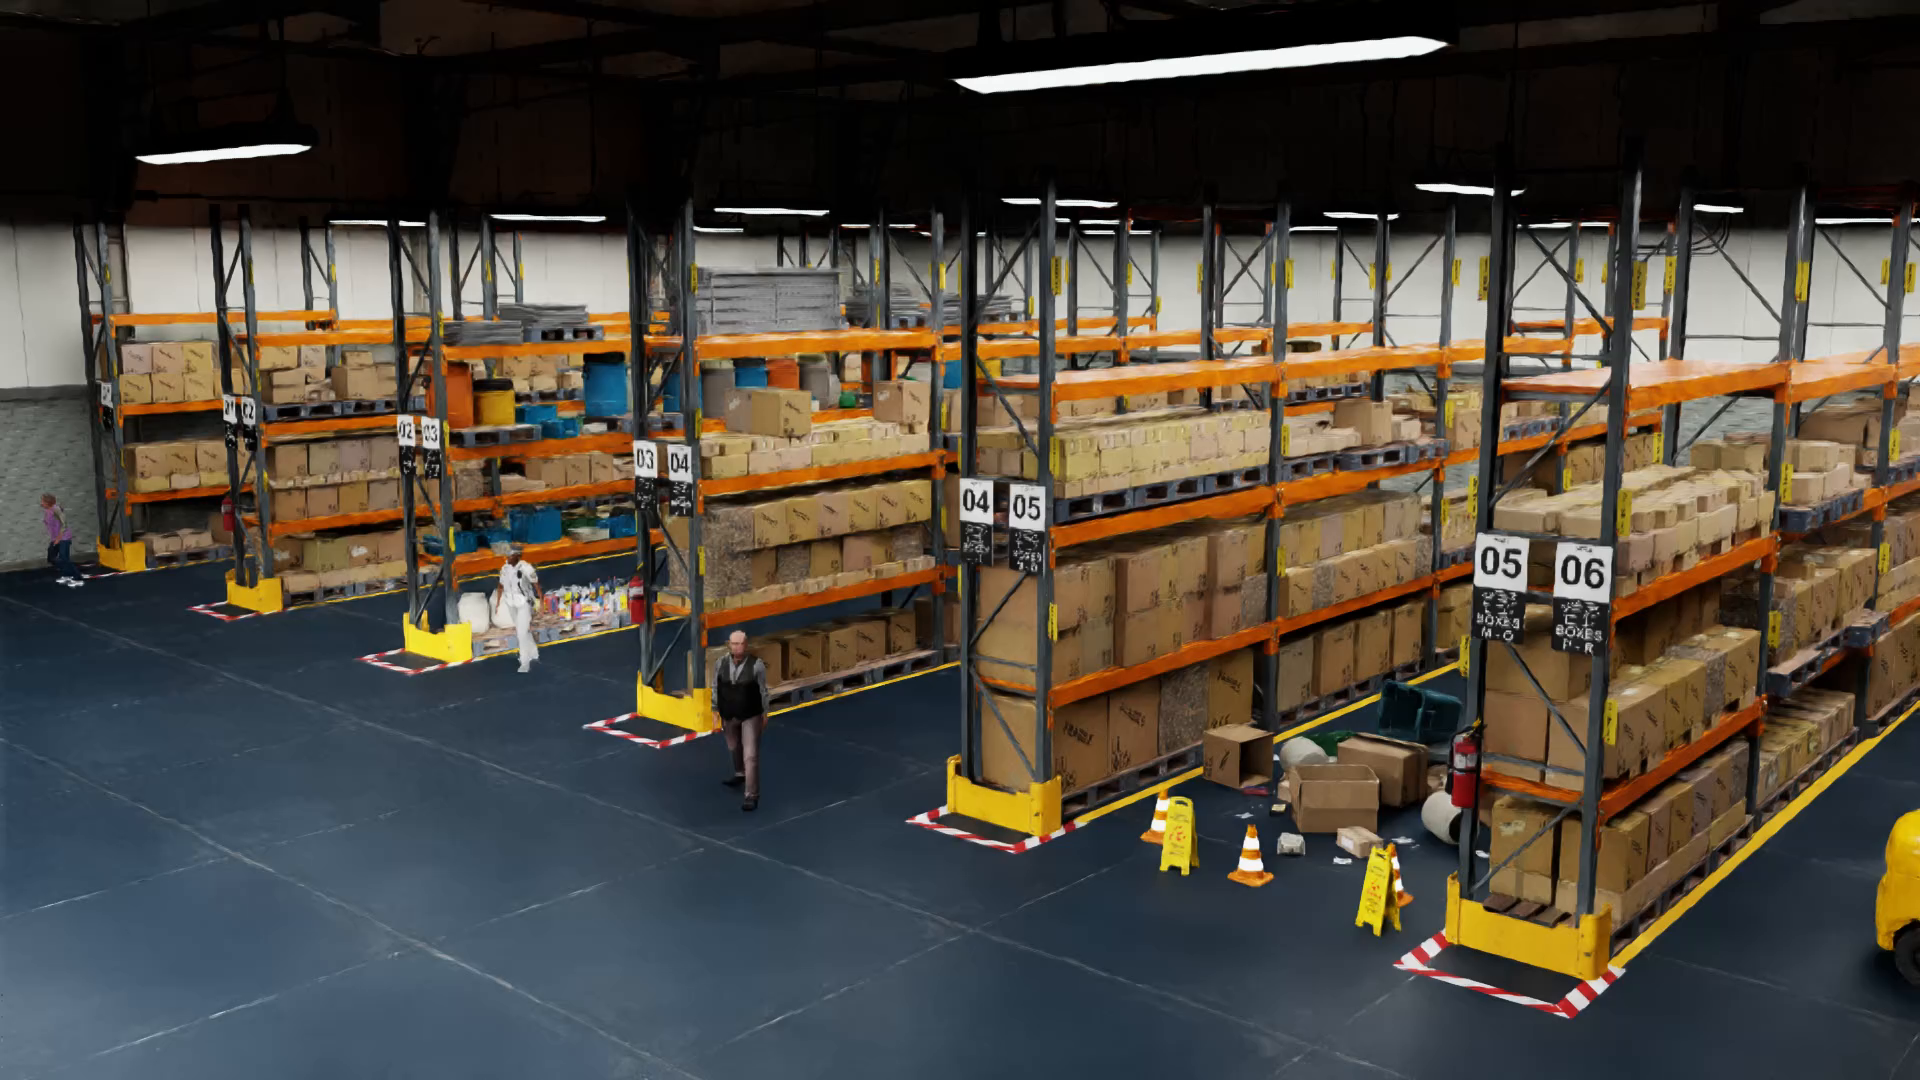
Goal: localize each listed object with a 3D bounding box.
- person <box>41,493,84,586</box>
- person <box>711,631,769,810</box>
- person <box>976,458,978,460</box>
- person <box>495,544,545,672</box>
[{"bbox_3d":[-14.476,0.033,26.783,0.566,1.434,0.519,8,12,38],"label":"person"},{"bbox_3d":[-2.130,1.695,16.021,0.588,1.692,0.930,2,10,15],"label":"person"},{"bbox_3d":[0.135,-1.272,33.639,0.553,1.709,1.123,9,13,43],"label":"person"},{"bbox_3d":[-5.628,0.823,21.387,0.575,1.624,0.735,4,10,23],"label":"person"}]
